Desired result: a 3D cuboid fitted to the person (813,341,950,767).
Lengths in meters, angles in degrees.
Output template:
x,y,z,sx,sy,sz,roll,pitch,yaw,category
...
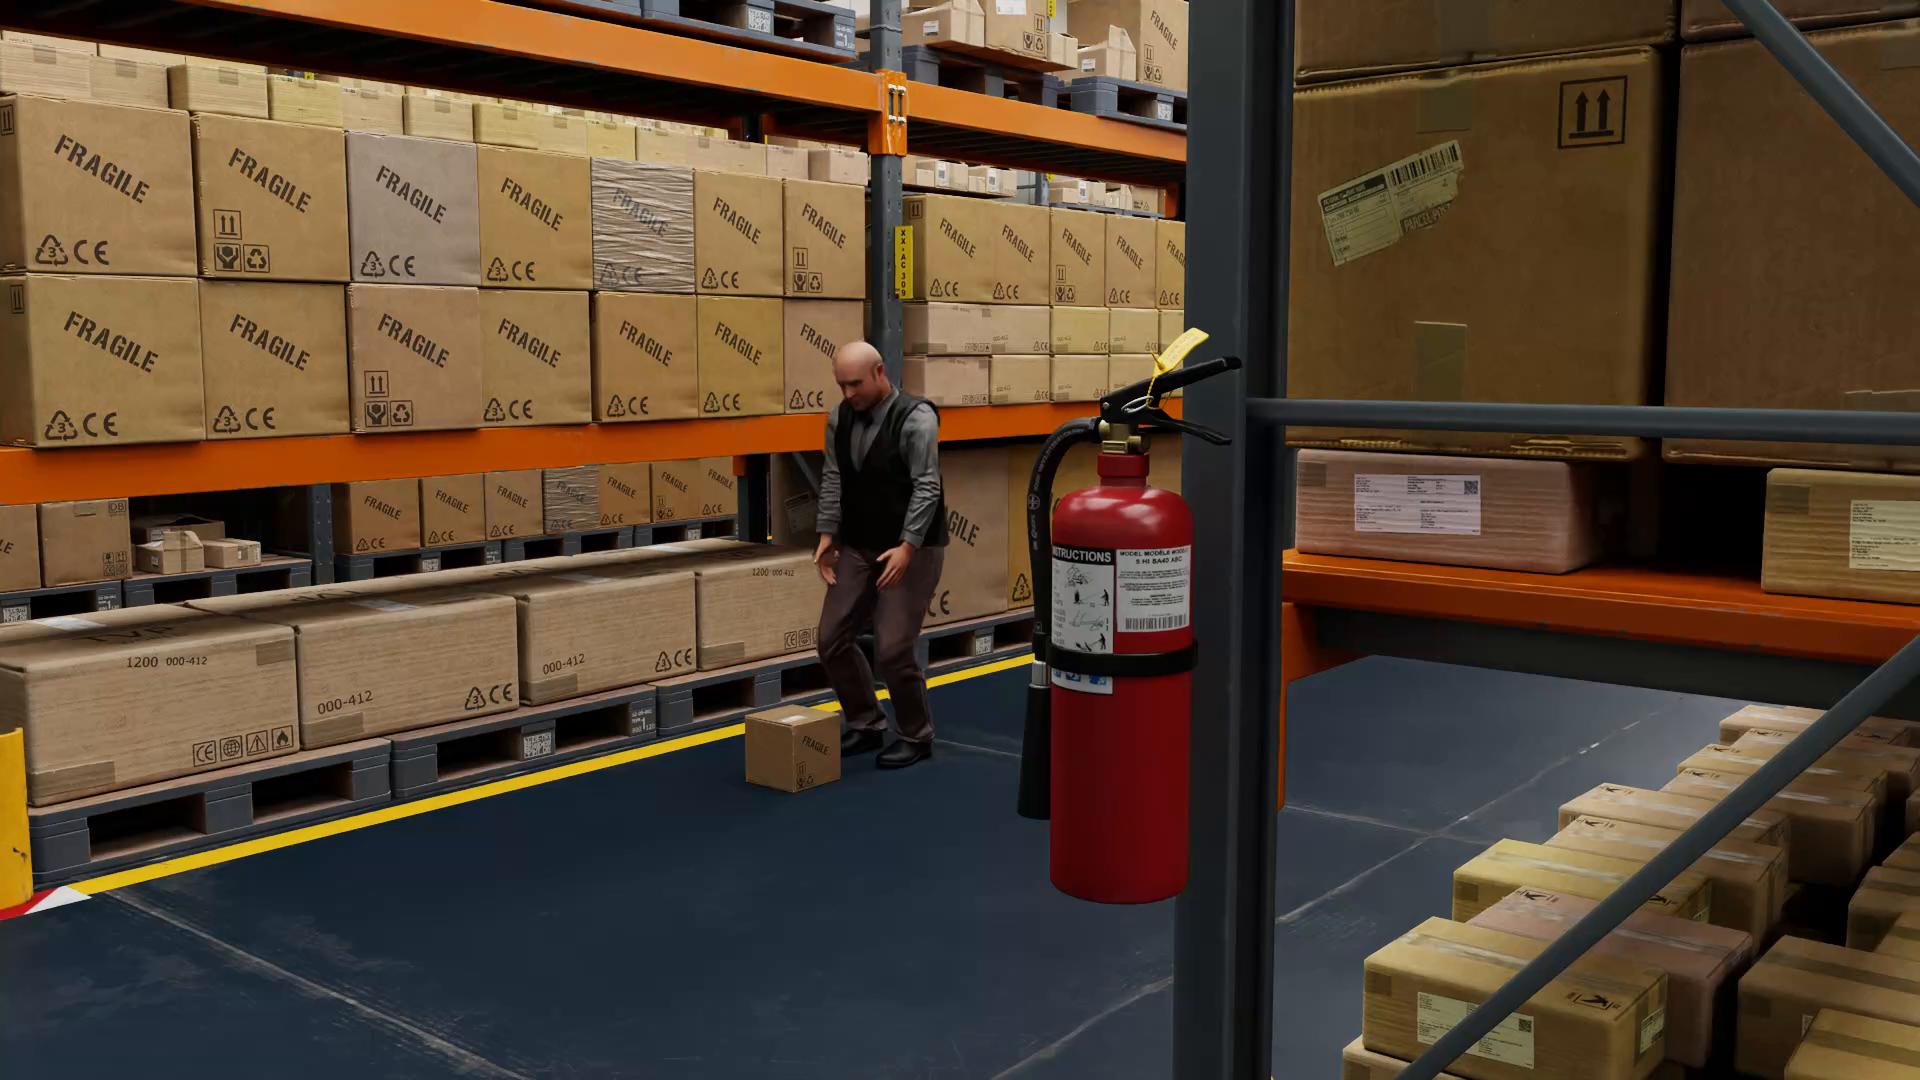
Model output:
x,y,z,sx,sy,sz,roll,pitch,yaw,category
-0.283,0.051,6.397,0.574,1.617,0.509,6,9,40,person
